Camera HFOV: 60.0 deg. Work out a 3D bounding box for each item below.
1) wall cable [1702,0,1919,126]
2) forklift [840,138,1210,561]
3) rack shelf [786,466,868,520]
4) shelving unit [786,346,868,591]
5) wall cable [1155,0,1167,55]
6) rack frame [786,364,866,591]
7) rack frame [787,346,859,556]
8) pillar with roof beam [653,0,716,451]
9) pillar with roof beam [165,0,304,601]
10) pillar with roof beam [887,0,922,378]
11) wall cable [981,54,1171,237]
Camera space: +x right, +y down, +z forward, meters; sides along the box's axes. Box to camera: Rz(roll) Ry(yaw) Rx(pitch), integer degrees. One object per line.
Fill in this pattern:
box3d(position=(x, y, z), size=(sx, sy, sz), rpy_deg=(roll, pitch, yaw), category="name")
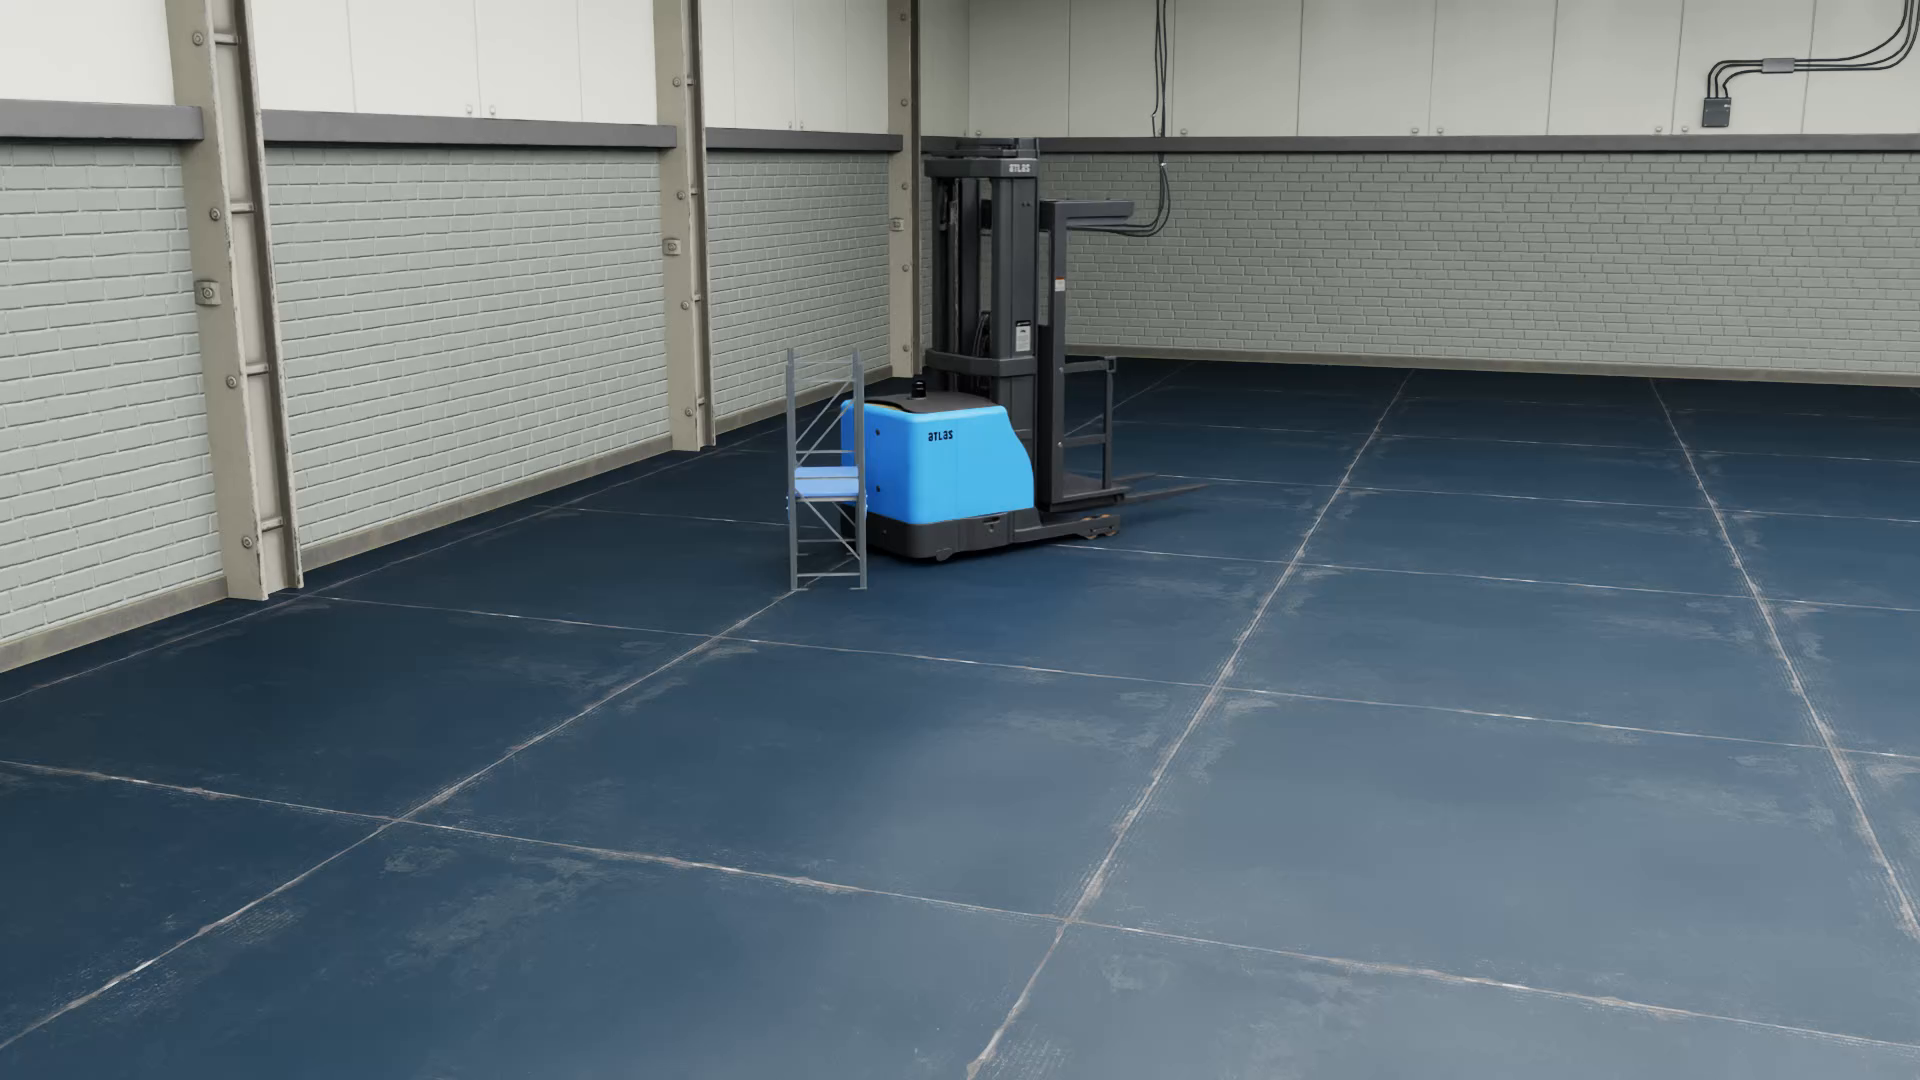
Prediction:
box3d(position=(10.469, -8.070, 19.978), size=(2.305, 6.003, 0.169), rpy_deg=(4, 14, 18), category="wall cable")
box3d(position=(0.602, -1.516, 12.545), size=(3.031, 2.935, 1.130), rpy_deg=(-9, 16, -35), category="forklift")
box3d(position=(-0.917, -0.338, 11.407), size=(0.538, 0.185, 1.000), rpy_deg=(-1, 13, -5), category="rack shelf")
box3d(position=(-0.917, -0.513, 11.366), size=(0.538, 1.500, 1.048), rpy_deg=(-1, 13, -5), category="shelving unit")
box3d(position=(4.051, -7.852, 22.296), size=(3.097, 2.526, 0.112), rpy_deg=(4, 14, 18), category="wall cable")
box3d(position=(-0.872, -0.401, 10.873), size=(0.500, 1.500, 0.032), rpy_deg=(-1, 13, -5), category="rack frame")
box3d(position=(-0.962, -0.626, 11.860), size=(0.500, 1.500, 0.032), rpy_deg=(-1, 13, -5), category="rack frame")
box3d(position=(1.419, -5.000, 14.172), size=(9.100, 9.000, 0.400), rpy_deg=(4, 14, 18), category="pillar with roof beam")
box3d(position=(-0.523, -3.737, 8.637), size=(9.100, 9.000, 0.400), rpy_deg=(4, 14, 18), category="pillar with roof beam")
box3d(position=(3.360, -6.263, 19.707), size=(9.100, 9.000, 0.400), rpy_deg=(4, 14, 18), category="pillar with roof beam")
box3d(position=(1.491, -5.585, 23.711), size=(3.097, 2.526, 0.112), rpy_deg=(4, 14, 18), category="wall cable")
